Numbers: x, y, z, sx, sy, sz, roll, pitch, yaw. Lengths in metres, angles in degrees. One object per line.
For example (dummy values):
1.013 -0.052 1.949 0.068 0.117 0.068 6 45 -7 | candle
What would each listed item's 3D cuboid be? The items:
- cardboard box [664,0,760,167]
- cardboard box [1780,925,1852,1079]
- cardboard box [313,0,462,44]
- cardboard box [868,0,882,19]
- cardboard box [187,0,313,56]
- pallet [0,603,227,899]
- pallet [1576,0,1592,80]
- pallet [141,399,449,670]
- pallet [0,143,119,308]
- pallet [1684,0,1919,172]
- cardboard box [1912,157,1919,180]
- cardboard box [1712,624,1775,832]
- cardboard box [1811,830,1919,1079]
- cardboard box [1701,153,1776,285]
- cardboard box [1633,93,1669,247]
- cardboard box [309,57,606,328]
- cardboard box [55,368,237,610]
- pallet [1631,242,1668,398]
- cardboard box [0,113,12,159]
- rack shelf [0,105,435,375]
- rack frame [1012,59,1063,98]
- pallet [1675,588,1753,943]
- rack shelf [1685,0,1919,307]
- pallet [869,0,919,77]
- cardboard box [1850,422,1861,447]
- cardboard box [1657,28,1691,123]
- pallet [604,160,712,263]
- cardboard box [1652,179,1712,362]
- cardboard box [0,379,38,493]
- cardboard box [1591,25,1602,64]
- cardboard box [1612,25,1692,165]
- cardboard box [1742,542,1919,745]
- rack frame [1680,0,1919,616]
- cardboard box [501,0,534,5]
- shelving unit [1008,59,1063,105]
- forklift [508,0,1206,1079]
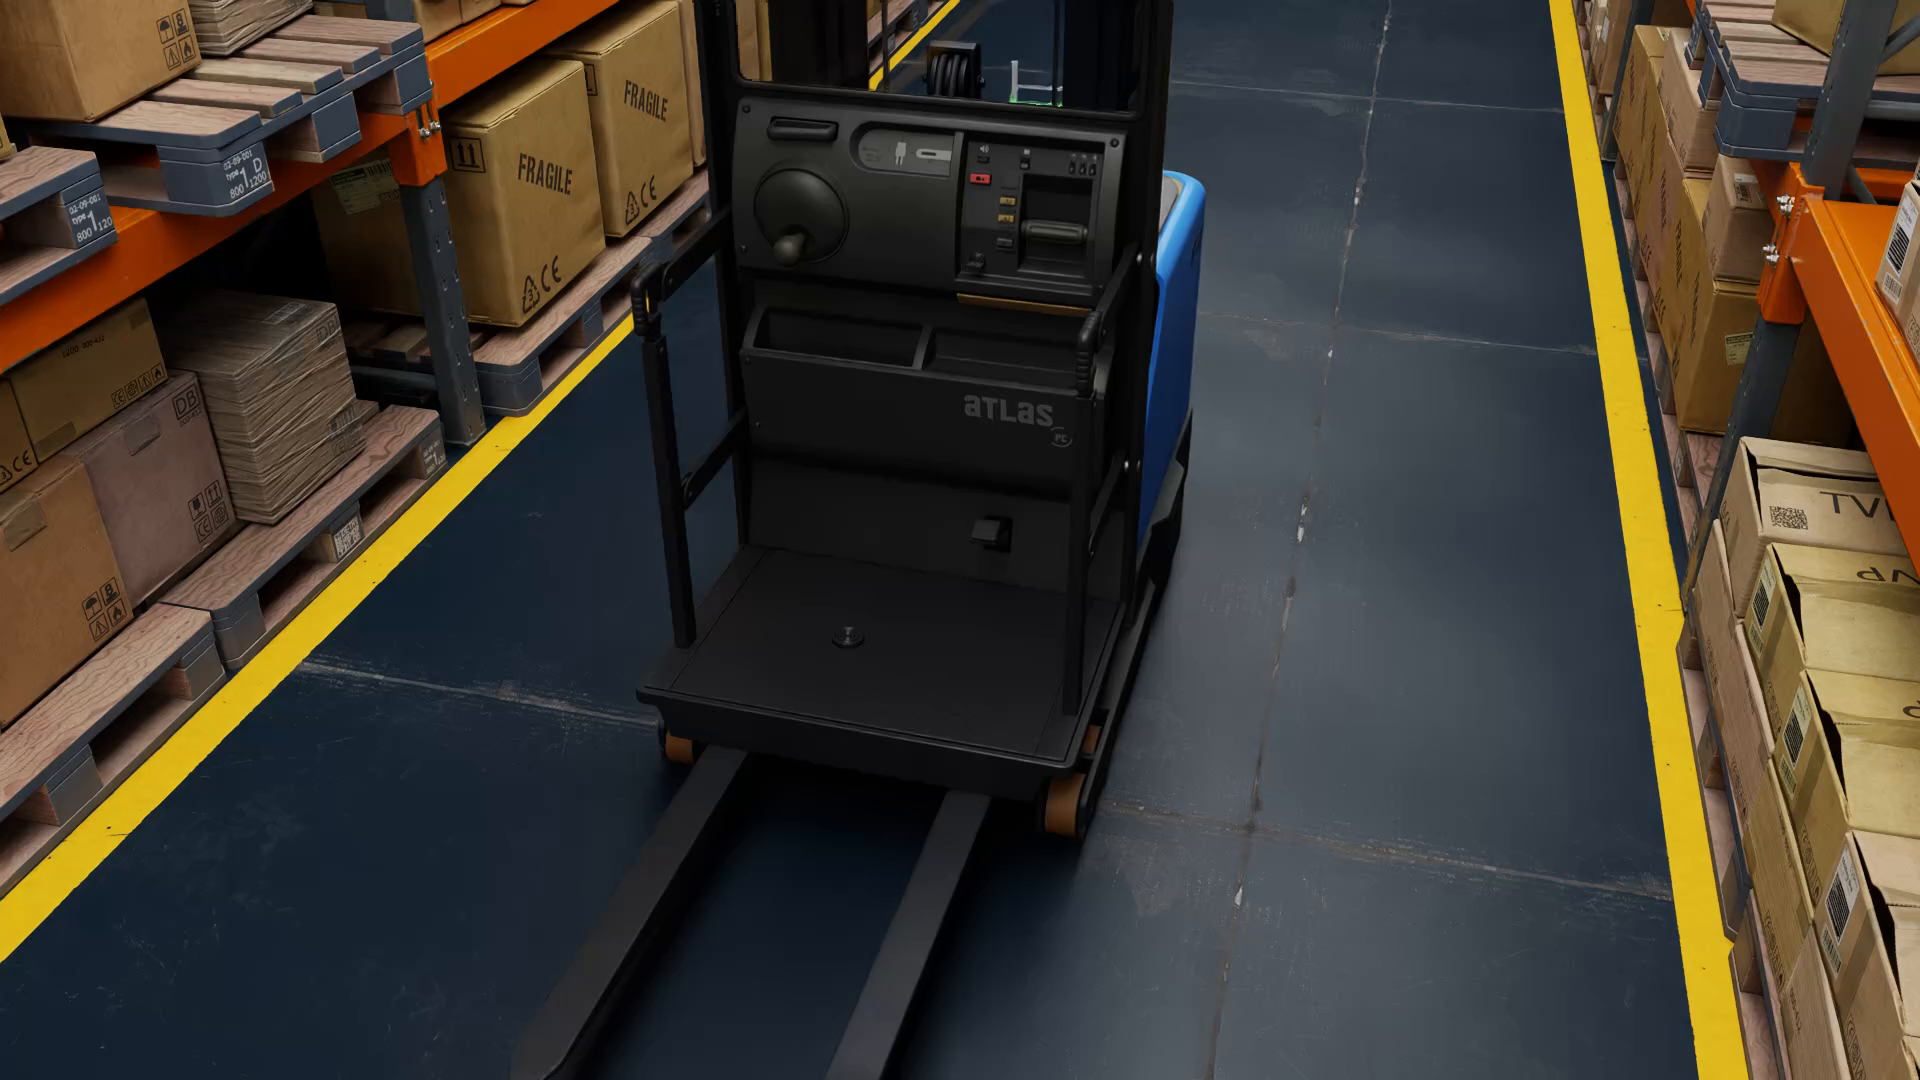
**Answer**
-1.407 -2.209 7.542 0.750 0.750 0.750 9 34 14 | cardboard box
1.832 1.005 3.045 0.500 0.250 0.500 9 33 13 | cardboard box
-1.853 -1.722 5.378 0.380 0.149 0.250 8 33 12 | cardboard box
-0.856 -3.252 9.509 0.700 0.500 0.500 8 33 13 | cardboard box
-2.270 -1.663 4.566 0.700 0.500 0.500 4 33 7 | cardboard box
-2.671 0.533 4.215 1.003 0.211 1.213 8 33 12 | pallet
4.130 -2.898 9.612 1.003 0.211 1.213 8 33 12 | pallet
-2.360 -0.098 5.208 1.003 0.211 1.213 8 33 12 | pallet
-2.623 -0.566 3.524 1.003 0.211 1.213 8 33 12 | pallet
2.736 -1.288 4.659 1.213 0.211 1.003 8 33 12 | pallet
2.498 -0.787 3.776 0.500 0.311 0.500 10 34 15 | cardboard box
2.089 0.468 3.889 0.500 0.250 0.500 7 33 11 | cardboard box
1.829 0.776 2.883 0.500 0.311 0.500 8 33 12 | cardboard box
2.653 -1.002 5.251 0.500 0.250 0.500 9 34 14 | cardboard box
3.030 -1.460 6.670 0.500 0.500 0.500 8 33 13 | cardboard box
-1.847 -1.314 6.133 0.750 0.750 0.750 8 33 12 | cardboard box
-2.536 -0.179 4.655 0.700 0.500 0.500 8 33 12 | cardboard box
3.170 -0.844 6.381 1.003 0.211 1.213 8 33 12 | pallet
-2.564 -1.013 3.545 0.700 0.500 0.500 8 33 12 | cardboard box
-2.668 -0.339 3.657 1.077 0.370 4.000 8 33 12 | rack shelf
0.291 -1.070 5.814 0.240 1.200 0.015 9 33 13 | rack frame
2.386 0.591 4.124 1.003 0.211 1.213 8 33 12 | pallet
3.140 -1.742 5.865 1.077 0.370 4.000 8 33 12 | rack shelf
-0.876 -2.963 9.714 1.003 0.211 1.213 8 33 12 | pallet
3.152 -0.608 5.331 0.500 0.500 0.500 7 33 11 | cardboard box
3.035 -1.794 6.497 0.500 0.250 0.500 8 33 12 | cardboard box
-1.576 -1.533 7.465 1.003 0.211 1.213 8 33 12 | pallet
2.774 -0.924 5.828 0.500 0.500 0.500 7 33 11 | cardboard box
-2.623 -0.192 3.977 0.500 0.250 0.500 8 33 12 | cardboard box
3.555 -2.603 8.796 0.380 0.149 0.250 8 33 12 | cardboard box
3.289 -1.996 7.514 0.500 0.500 0.500 7 33 10 | cardboard box
2.090 0.244 3.719 0.500 0.311 0.500 7 33 11 | cardboard box
2.632 -1.008 4.039 1.000 3.000 0.127 8 33 12 | rack frame
-1.631 -1.978 5.781 0.380 0.149 0.250 9 34 14 | cardboard box
0.225 -0.944 5.616 0.258 1.200 0.503 9 33 13 | shelving unit
-0.141 -0.741 3.683 1.130 2.935 3.031 9 33 13 | forklift
